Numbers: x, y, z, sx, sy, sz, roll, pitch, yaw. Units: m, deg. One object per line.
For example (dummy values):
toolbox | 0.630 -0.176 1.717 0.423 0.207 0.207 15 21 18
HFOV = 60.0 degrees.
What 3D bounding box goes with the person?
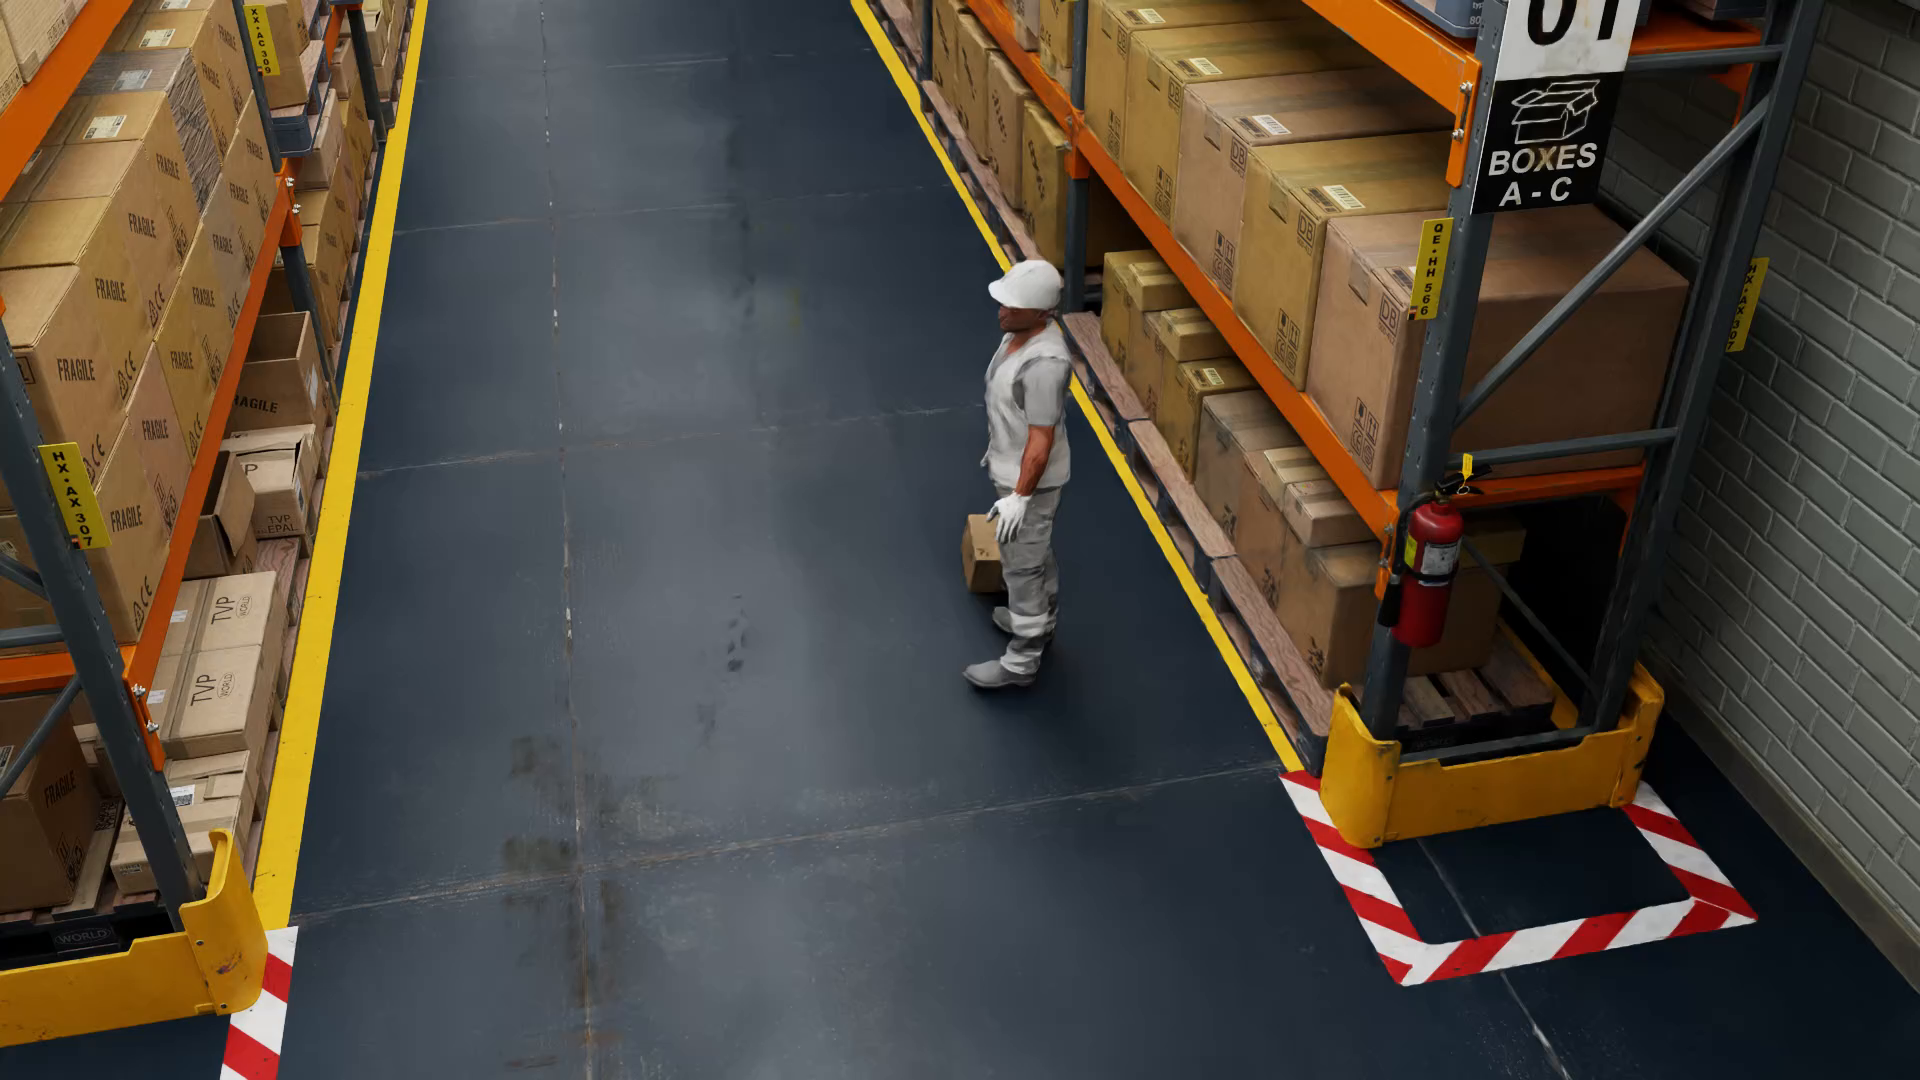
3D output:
person | 0.213 -0.246 6.428 0.423 1.794 0.623 -2 34 -3
